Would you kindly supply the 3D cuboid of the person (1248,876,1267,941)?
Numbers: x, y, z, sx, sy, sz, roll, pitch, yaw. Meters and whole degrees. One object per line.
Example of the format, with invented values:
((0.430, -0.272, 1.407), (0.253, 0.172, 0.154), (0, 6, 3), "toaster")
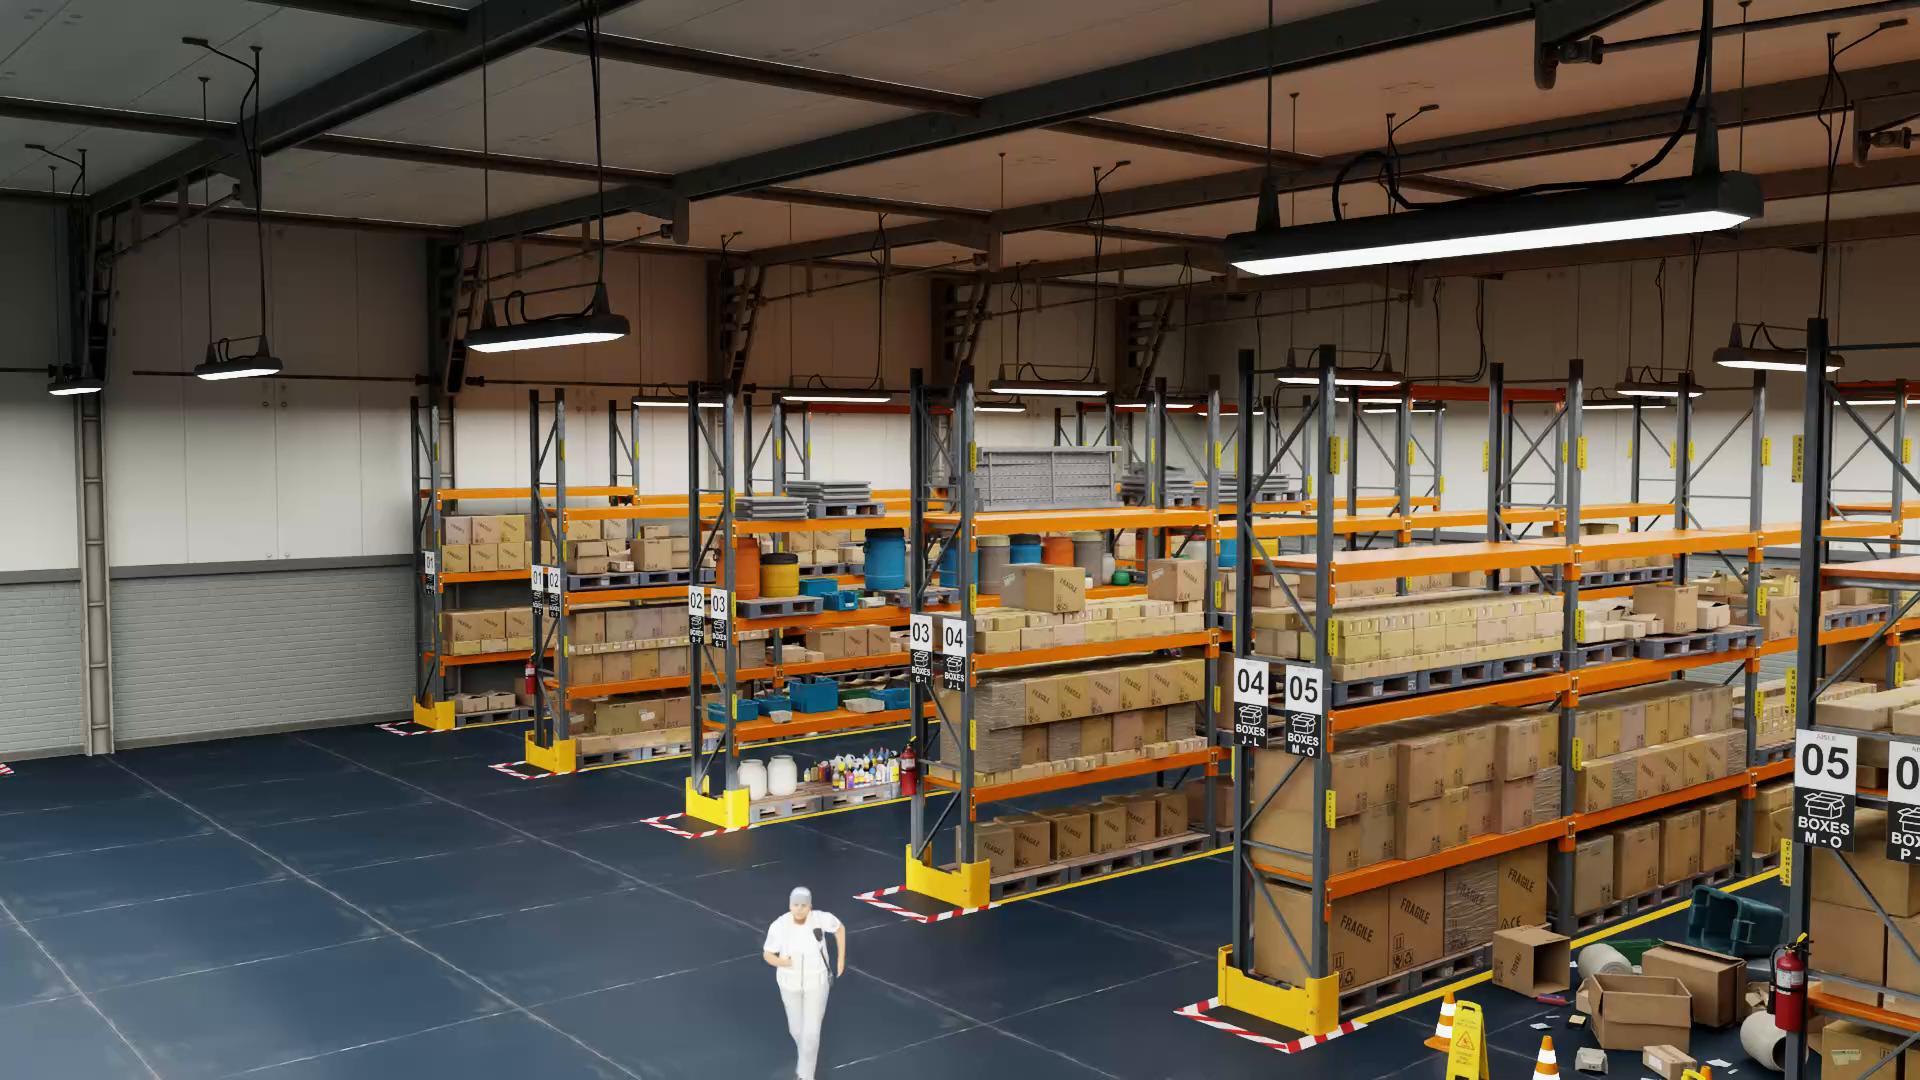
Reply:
((3.199, 3.319, 17.287), (0.549, 1.687, 0.764), (3, 5, 45), "person")

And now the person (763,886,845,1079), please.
((-1.237, 3.566, 13.238), (0.626, 1.708, 0.832), (0, 3, 0), "person")
